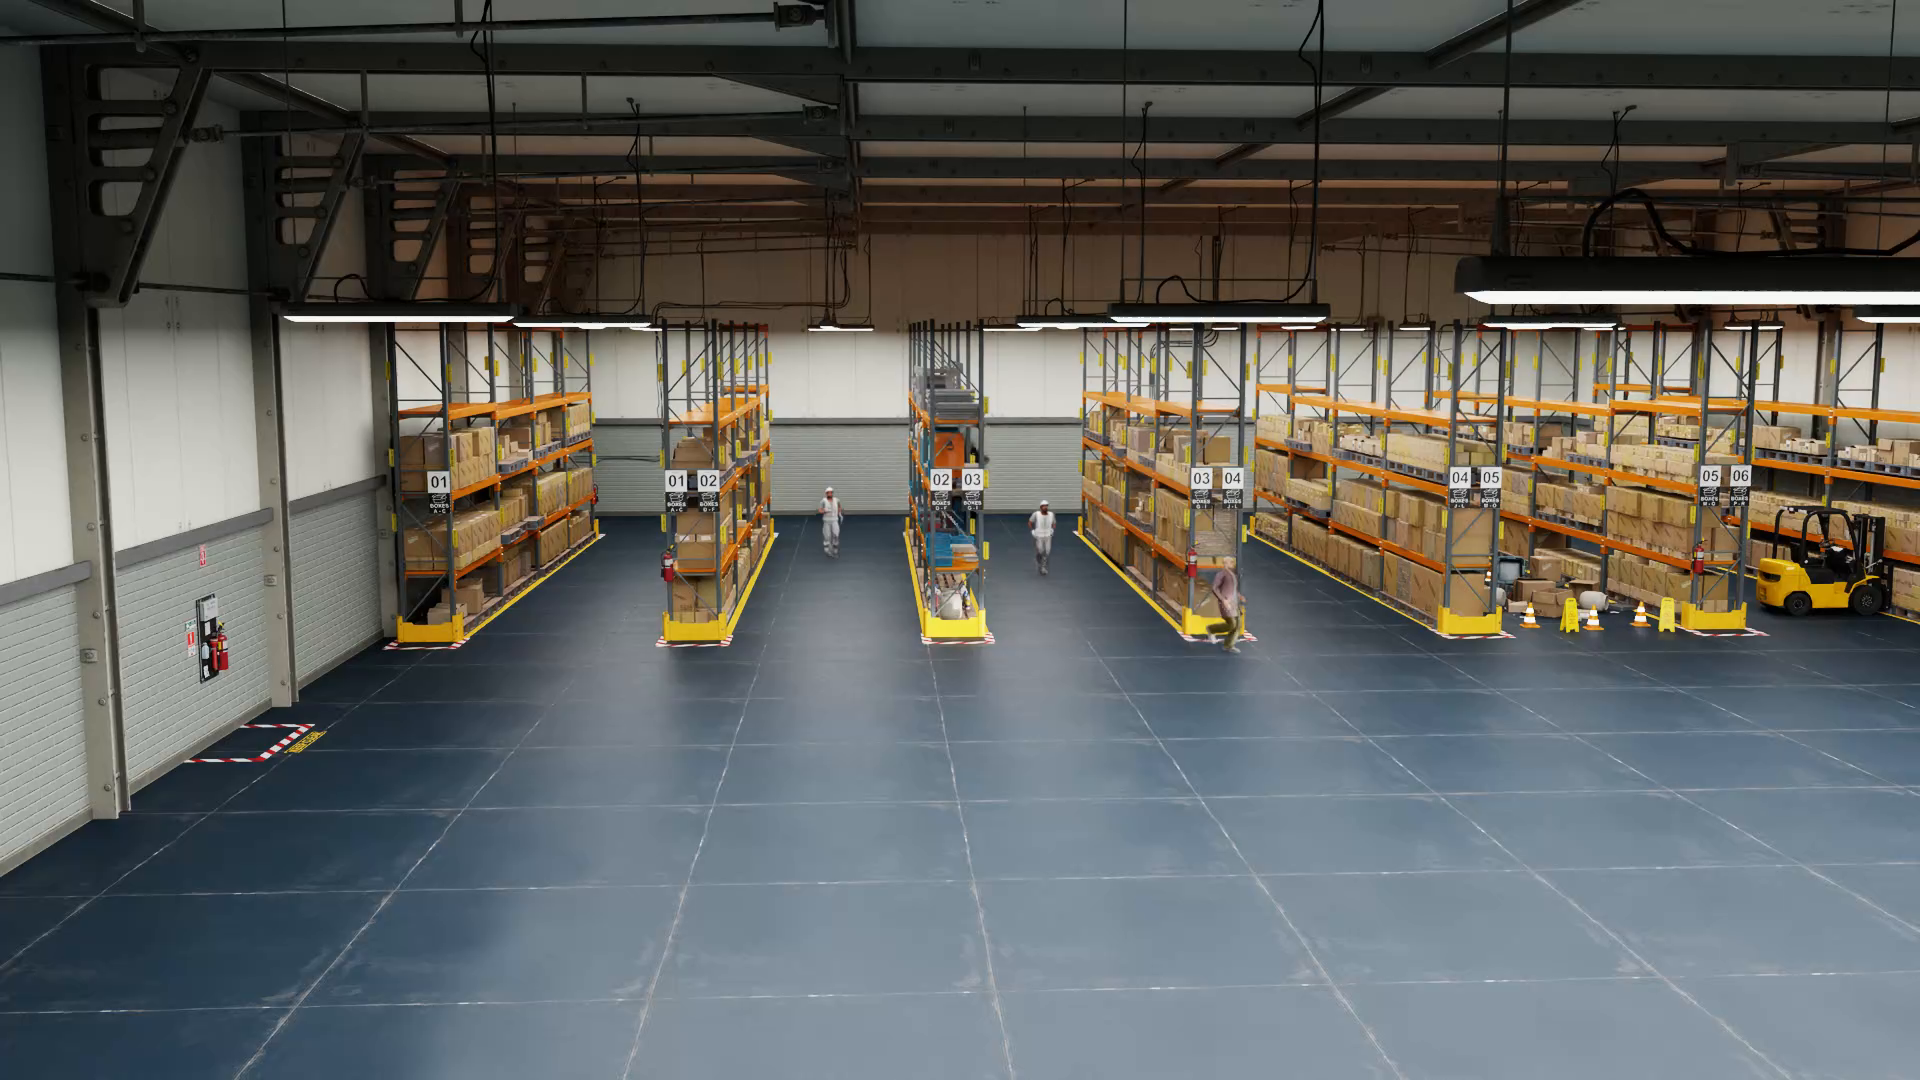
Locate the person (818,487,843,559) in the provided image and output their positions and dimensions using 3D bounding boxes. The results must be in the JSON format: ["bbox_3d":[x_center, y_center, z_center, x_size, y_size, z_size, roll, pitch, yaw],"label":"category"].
[{"bbox_3d":[-3.316,-0.436,42.701,0.643,1.845,0.774,-2,7,-13],"label":"person"}]

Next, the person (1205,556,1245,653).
[{"bbox_3d":[4.822,1.158,30.146,0.681,1.740,0.726,5,9,37],"label":"person"}]

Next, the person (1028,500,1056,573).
[{"bbox_3d":[2.008,-0.064,39.853,0.661,1.760,0.531,-1,7,-11],"label":"person"}]
